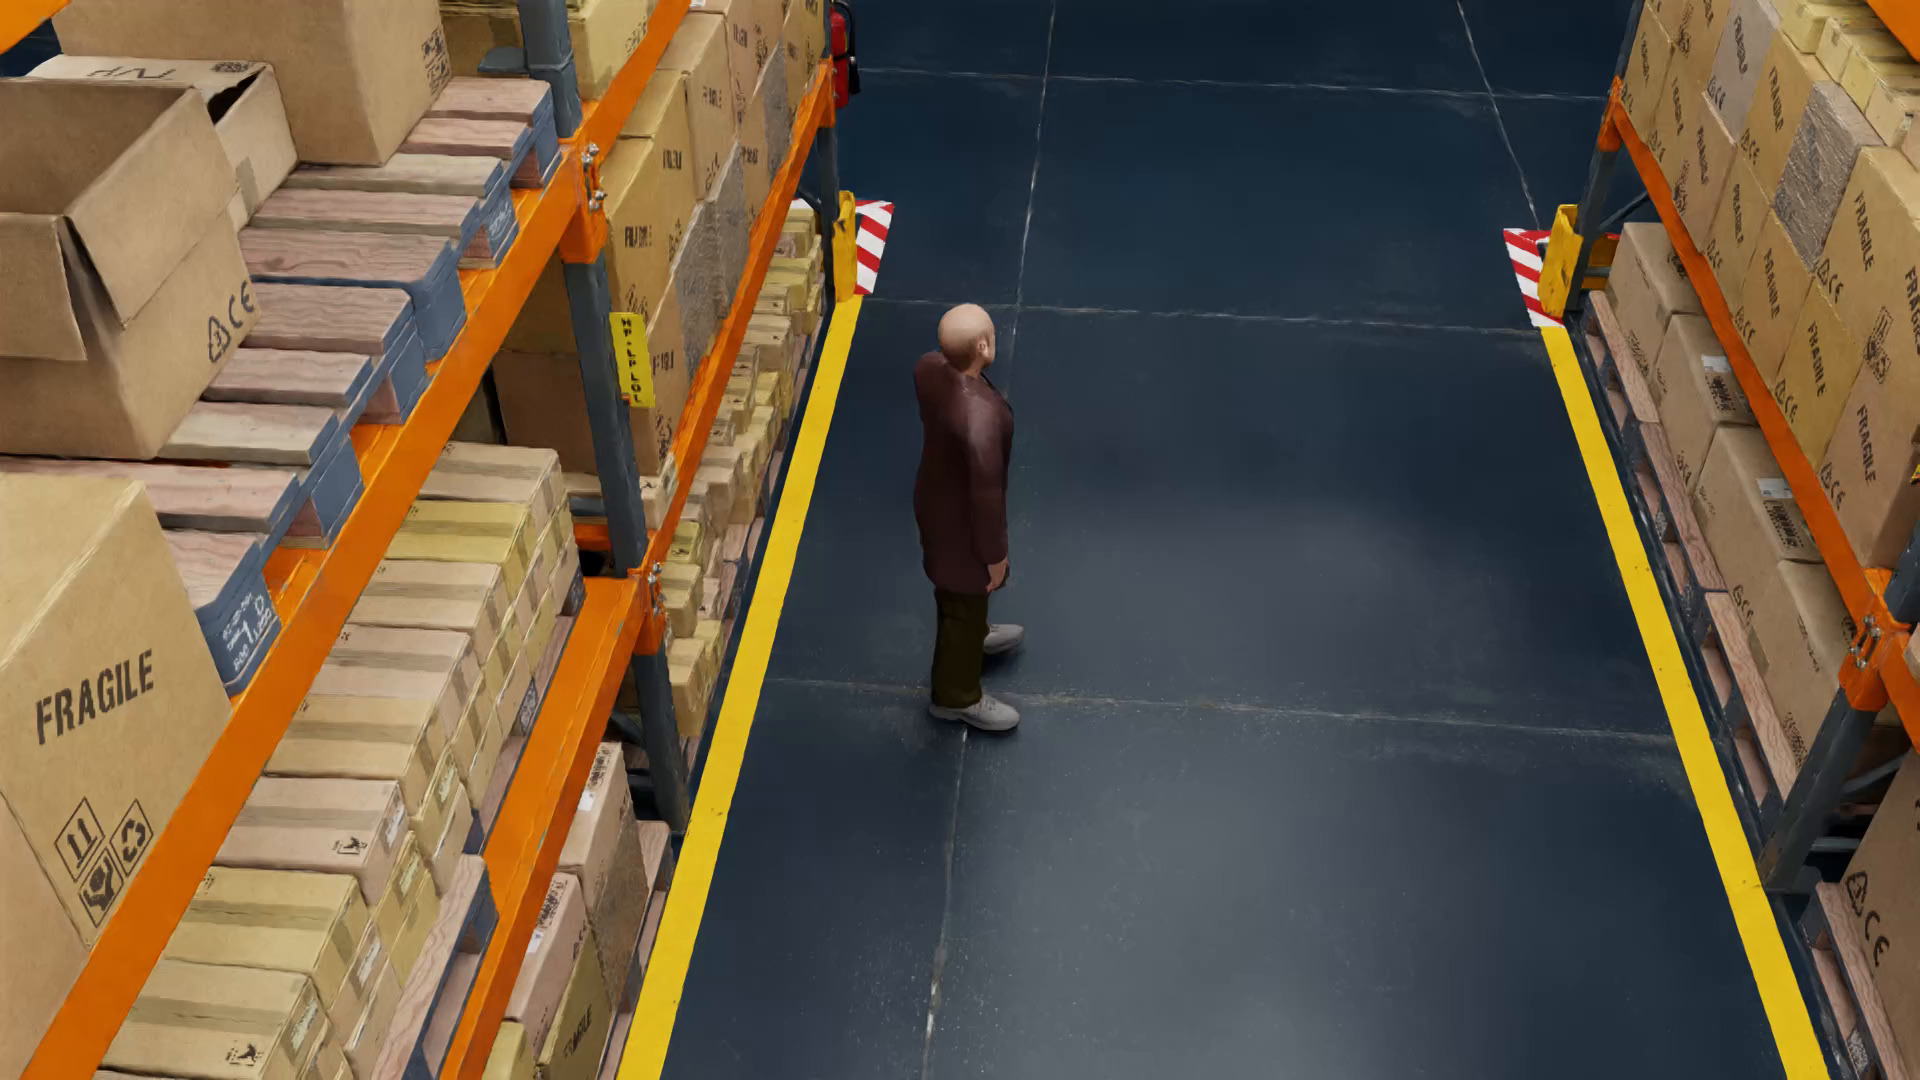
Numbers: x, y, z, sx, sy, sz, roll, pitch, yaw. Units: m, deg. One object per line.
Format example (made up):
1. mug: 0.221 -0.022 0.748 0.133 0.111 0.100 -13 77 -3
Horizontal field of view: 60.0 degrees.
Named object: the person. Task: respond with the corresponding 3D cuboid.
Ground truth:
1. person: 0.076 -0.040 6.317 0.517 1.598 0.650 -14 42 -17
